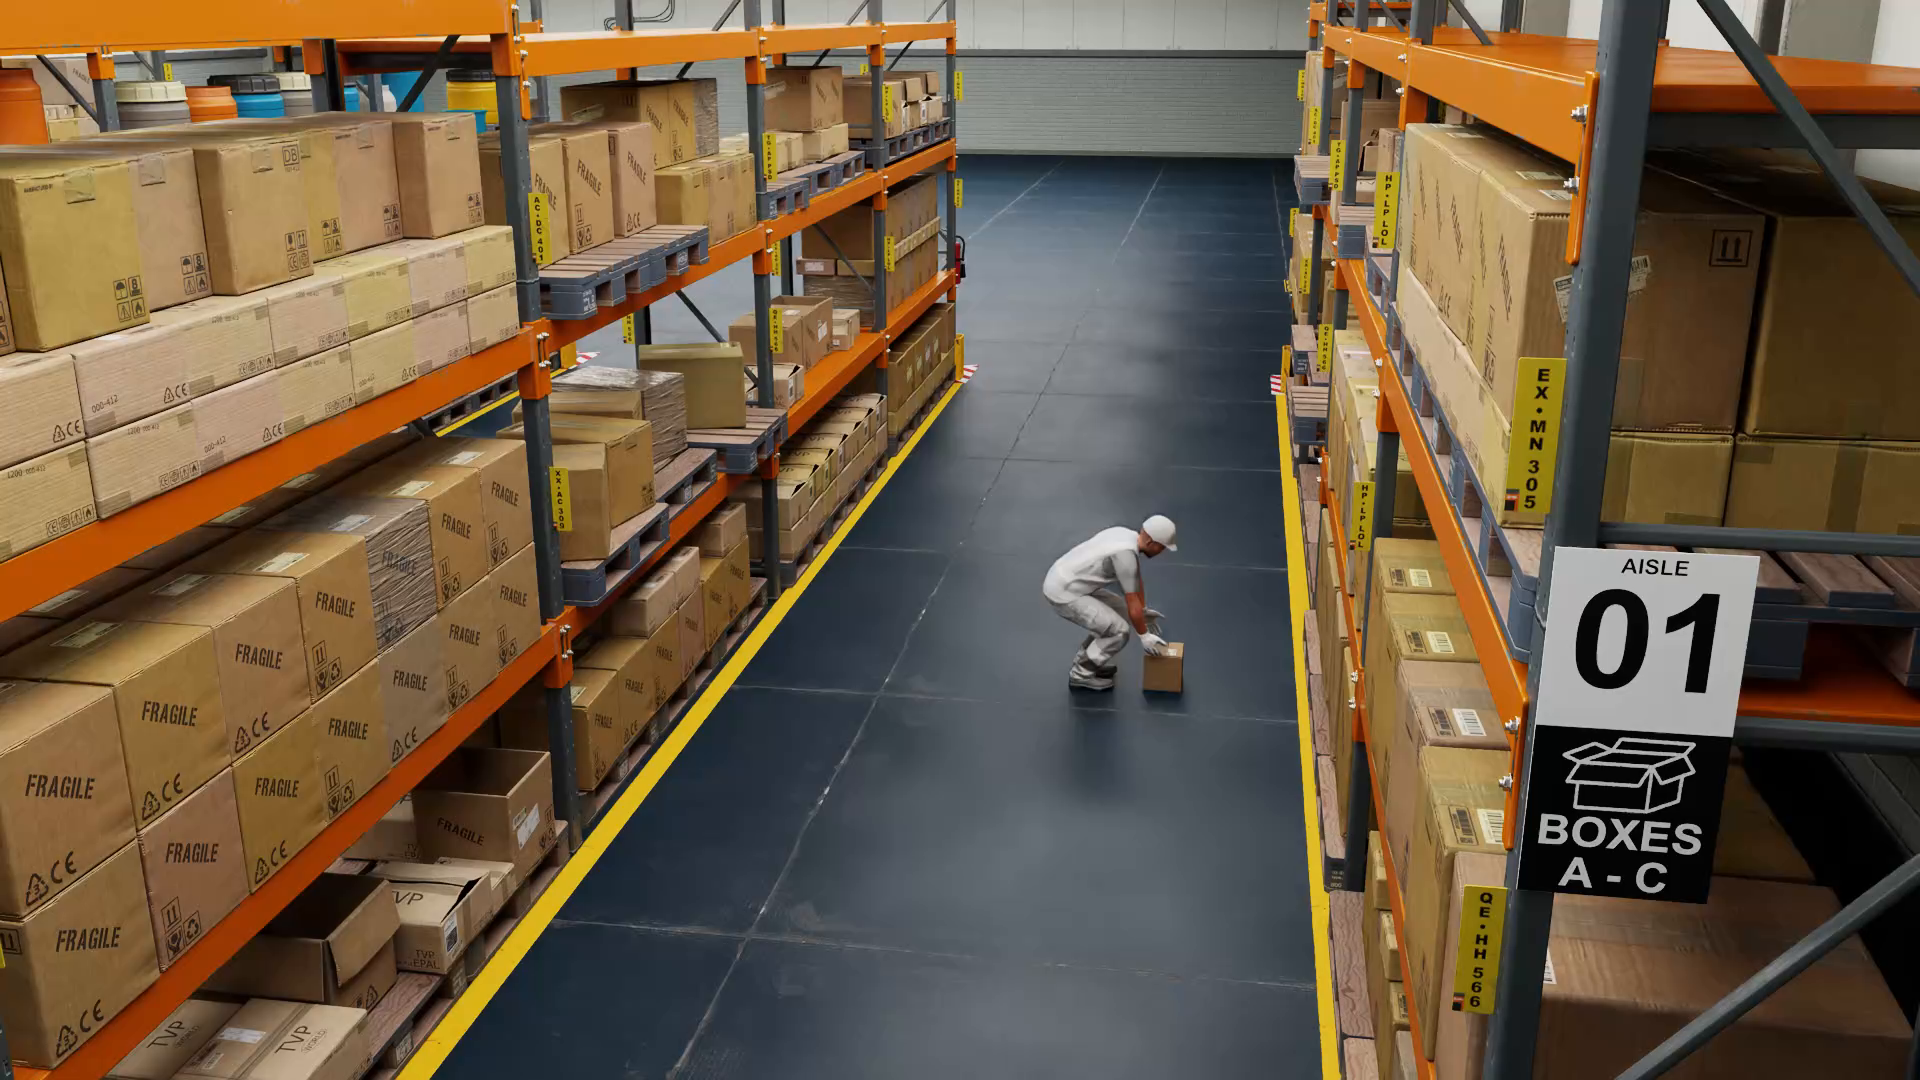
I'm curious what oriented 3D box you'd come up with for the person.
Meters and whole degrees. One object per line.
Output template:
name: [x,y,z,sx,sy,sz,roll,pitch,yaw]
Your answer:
person: [0.974,0.379,10.889,0.858,1.144,0.583,3,18,9]
